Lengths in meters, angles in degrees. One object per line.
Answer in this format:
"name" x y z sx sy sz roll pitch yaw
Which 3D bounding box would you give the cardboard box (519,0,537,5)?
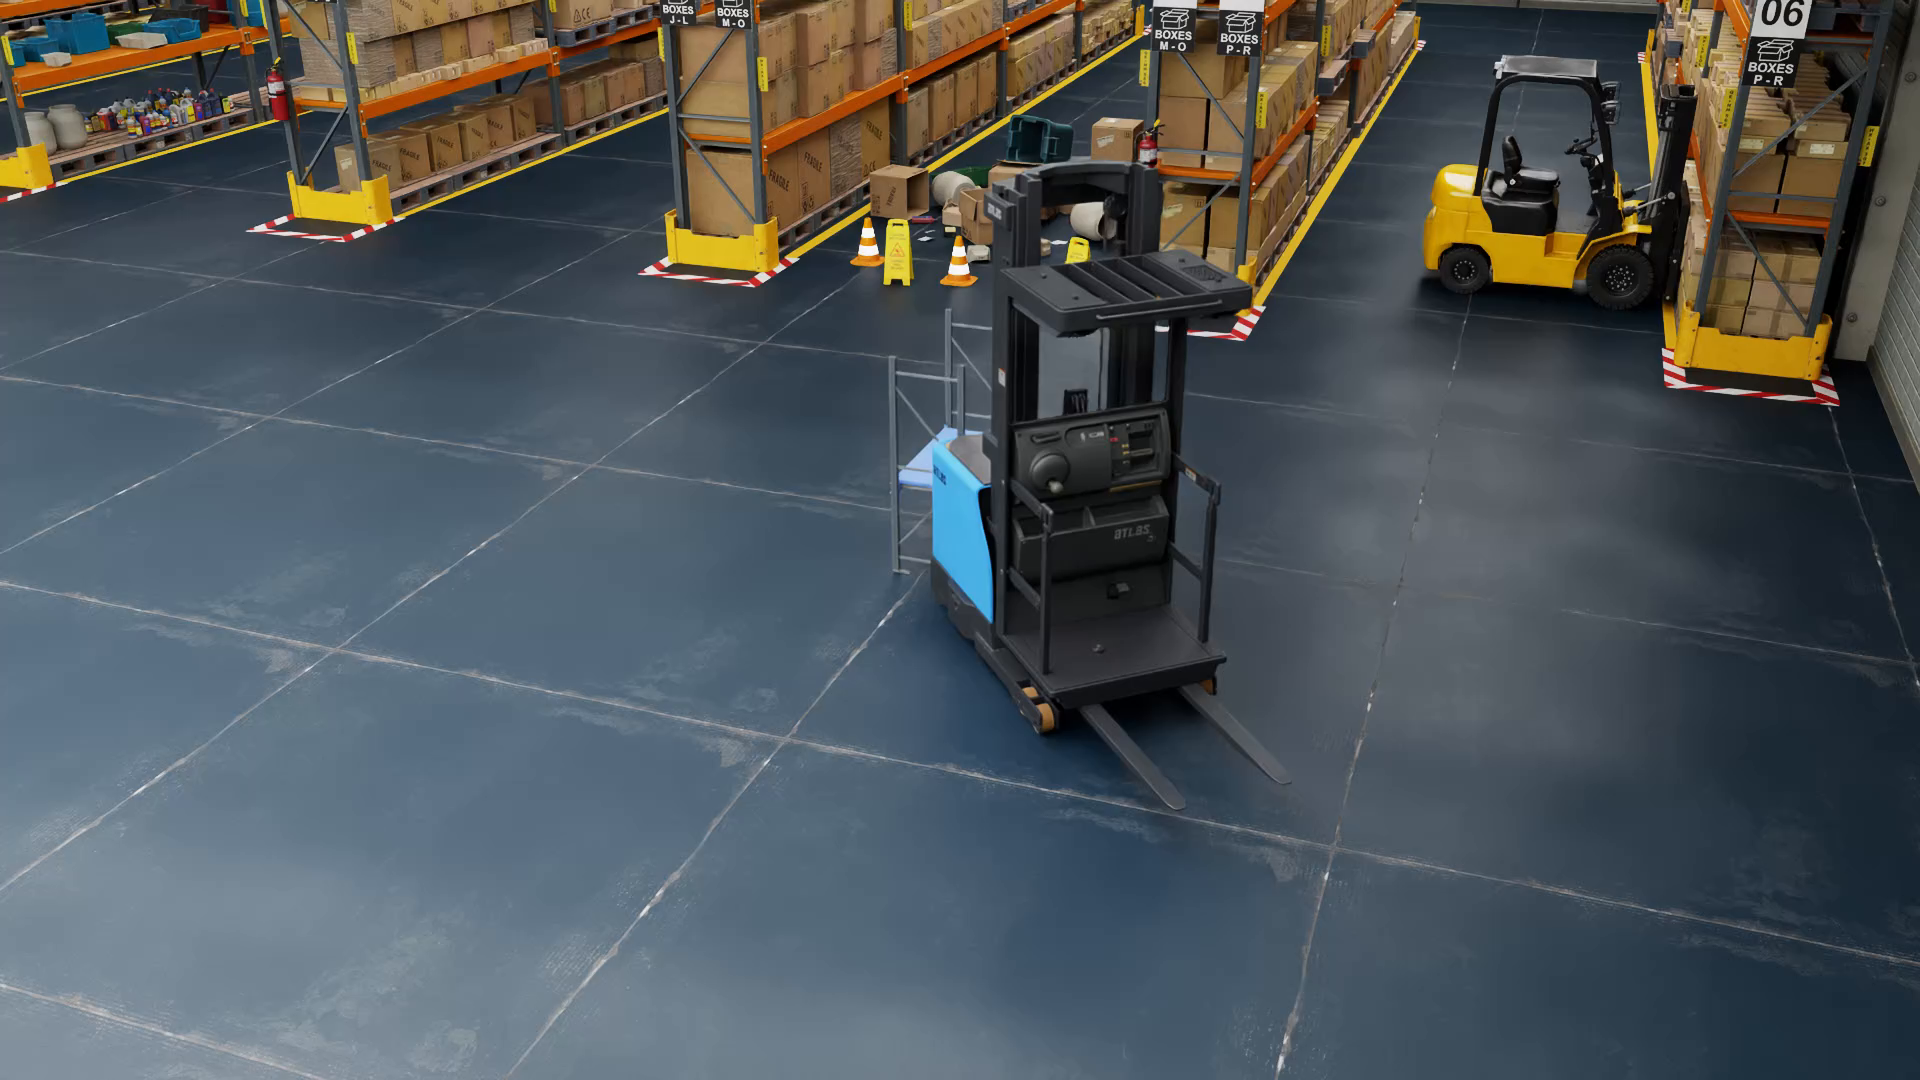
"cardboard box" -5.680 -7.082 21.055 0.500 0.500 0.500 9 27 17

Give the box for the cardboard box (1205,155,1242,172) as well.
"cardboard box" 2.532 -3.594 15.742 0.380 0.149 0.250 9 27 18

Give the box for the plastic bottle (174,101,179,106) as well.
"plastic bottle" -10.680 -5.858 22.743 0.061 0.283 0.133 9 27 17

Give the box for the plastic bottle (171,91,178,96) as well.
"plastic bottle" -11.062 -6.164 23.383 0.152 0.276 0.135 10 27 19

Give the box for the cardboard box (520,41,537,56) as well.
"cardboard box" -5.676 -6.333 21.399 0.380 0.149 0.250 9 27 17

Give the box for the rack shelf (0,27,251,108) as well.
"rack shelf" -11.126 -6.251 21.767 1.077 0.370 4.000 9 27 17

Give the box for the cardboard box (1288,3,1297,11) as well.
"cardboard box" 3.656 -6.036 19.560 0.500 0.500 0.500 9 27 18

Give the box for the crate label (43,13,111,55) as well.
"crate label" -11.434 -6.564 21.548 0.502 0.435 0.616 9 27 17

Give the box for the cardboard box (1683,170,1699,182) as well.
"cardboard box" 7.601 -3.562 16.915 0.500 0.250 0.500 9 27 18

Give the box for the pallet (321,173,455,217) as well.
"pallet" -6.792 -4.139 19.780 1.003 0.211 1.213 9 27 17

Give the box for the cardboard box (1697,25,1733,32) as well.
"cardboard box" 8.765 -5.883 19.323 0.380 0.149 0.250 9 27 19

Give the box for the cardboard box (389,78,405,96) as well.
"cardboard box" -6.603 -5.204 19.068 0.380 0.149 0.250 9 27 17

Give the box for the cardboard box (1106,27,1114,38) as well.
"cardboard box" 2.504 -8.965 29.337 0.380 0.149 0.250 9 27 18

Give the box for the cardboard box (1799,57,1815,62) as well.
"cardboard box" 8.293 -4.721 16.582 0.380 0.149 0.250 8 27 16

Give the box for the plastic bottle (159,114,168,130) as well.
"plastic bottle" -10.714 -5.614 22.332 0.097 0.201 0.097 0 26 0

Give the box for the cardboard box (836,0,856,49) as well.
"cardboard box" -1.684 -5.879 18.763 0.875 0.550 0.550 9 27 17

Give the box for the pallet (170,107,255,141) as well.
"pallet" -10.723 -5.871 23.358 1.003 0.211 1.213 9 27 17

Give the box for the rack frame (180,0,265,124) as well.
"rack frame" -10.461 -7.396 23.308 1.000 3.000 0.127 9 27 17

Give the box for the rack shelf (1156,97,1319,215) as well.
"rack shelf" 2.890 -4.095 17.315 1.077 0.370 4.000 9 27 17

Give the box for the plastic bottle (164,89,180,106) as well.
"plastic bottle" -10.985 -6.110 23.185 0.144 0.351 0.185 9 27 17

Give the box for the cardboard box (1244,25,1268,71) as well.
"cardboard box" 2.733 -5.084 16.928 0.700 0.500 0.500 9 27 17

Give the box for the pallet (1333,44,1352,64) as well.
"pallet" 4.266 -5.979 20.600 1.003 0.211 1.213 9 27 17

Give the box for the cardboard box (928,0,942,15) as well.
"cardboard box" -0.649 -7.036 21.302 0.700 0.500 0.500 9 27 18

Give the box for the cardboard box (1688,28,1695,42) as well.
"cardboard box" 9.023 -5.971 19.963 0.500 0.250 0.500 10 27 19

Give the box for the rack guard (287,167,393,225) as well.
"rack guard" -7.096 -3.940 19.038 1.175 0.500 0.348 9 27 17

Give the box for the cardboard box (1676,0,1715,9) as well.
"cardboard box" 9.937 -7.100 22.094 0.797 0.503 0.637 8 27 16

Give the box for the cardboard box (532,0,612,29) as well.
"cardboard box" -5.393 -7.443 22.234 1.000 1.000 1.000 9 27 18

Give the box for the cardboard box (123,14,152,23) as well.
"cardboard box" -13.741 -8.713 28.057 0.500 0.311 0.500 9 27 19

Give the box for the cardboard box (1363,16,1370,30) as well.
"cardboard box" 5.286 -6.982 22.624 0.500 0.250 0.500 8 27 17

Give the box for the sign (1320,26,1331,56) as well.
"sign" 4.070 -5.555 18.511 0.100 0.325 0.005 9 27 17

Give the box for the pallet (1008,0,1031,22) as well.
"pallet" 0.322 -7.783 24.326 1.213 0.211 1.003 9 27 17

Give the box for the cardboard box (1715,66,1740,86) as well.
"cardboard box" 7.530 -4.477 16.079 0.380 0.149 0.250 8 27 17

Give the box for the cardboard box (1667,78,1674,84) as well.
"cardboard box" 10.010 -6.071 22.957 0.500 0.500 0.500 8 27 16

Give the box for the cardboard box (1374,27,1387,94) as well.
"cardboard box" 5.793 -7.122 24.698 0.875 0.875 0.875 10 27 19

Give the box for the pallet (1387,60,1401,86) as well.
"pallet" 6.544 -7.575 26.876 1.003 0.211 1.213 9 27 17

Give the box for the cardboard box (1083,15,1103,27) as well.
"cardboard box" 2.238 -8.909 28.538 0.380 0.149 0.250 9 27 19

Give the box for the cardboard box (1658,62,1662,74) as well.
"cardboard box" 10.927 -7.187 25.531 0.396 0.266 0.258 10 27 19

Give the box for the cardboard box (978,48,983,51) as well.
"cardboard box" 0.165 -7.282 24.597 0.500 0.250 0.500 8 27 16

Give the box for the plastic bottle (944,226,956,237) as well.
"plastic bottle" -0.111 -3.435 18.497 0.133 0.061 0.283 0 26 -1

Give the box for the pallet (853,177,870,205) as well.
"pallet" -1.473 -4.361 20.238 1.003 0.211 1.213 9 27 17

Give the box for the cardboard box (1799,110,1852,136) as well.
"cardboard box" 7.367 -3.557 14.177 0.380 0.149 0.250 10 27 19

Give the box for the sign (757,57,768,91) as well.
"sign" -1.956 -4.616 16.481 0.100 0.325 0.005 9 27 17

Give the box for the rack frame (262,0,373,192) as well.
"rack frame" -7.121 -5.034 18.429 1.000 3.000 0.127 9 27 17

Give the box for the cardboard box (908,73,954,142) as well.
"cardboard box" -0.700 -5.758 22.023 1.050 0.750 0.750 9 27 17

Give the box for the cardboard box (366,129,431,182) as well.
"cardboard box" -6.731 -4.603 19.925 0.500 0.500 0.500 17 30 31

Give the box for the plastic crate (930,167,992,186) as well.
"plastic crate" 0.031 -4.416 20.313 0.662 0.188 0.450 -20 23 -36

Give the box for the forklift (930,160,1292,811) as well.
"forklift" 0.822 -0.451 9.041 1.130 2.935 3.031 -10 27 -19

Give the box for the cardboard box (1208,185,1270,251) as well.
"cardboard box" 2.761 -3.187 16.427 0.500 0.500 0.500 8 27 16

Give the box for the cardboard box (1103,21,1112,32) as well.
"cardboard box" 2.441 -8.982 29.030 0.380 0.149 0.250 9 27 18

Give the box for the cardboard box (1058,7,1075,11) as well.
"cardboard box" 1.933 -9.313 29.372 0.380 0.149 0.250 9 27 18

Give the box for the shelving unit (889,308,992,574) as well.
"shelving unit" -0.034 -0.646 11.086 0.538 1.500 1.048 9 27 18

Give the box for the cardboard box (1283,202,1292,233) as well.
"cardboard box" 3.271 -3.482 17.896 0.500 0.250 0.500 9 27 18

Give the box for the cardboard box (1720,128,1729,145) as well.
"cardboard box" 6.814 -3.508 14.418 0.380 0.149 0.250 9 27 18

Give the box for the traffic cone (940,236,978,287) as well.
"traffic cone" -0.009 -2.840 16.809 0.336 0.463 0.334 9 27 17

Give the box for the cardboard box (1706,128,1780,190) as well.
"cardboard box" 7.004 -3.376 14.890 0.500 0.500 0.500 10 27 19
